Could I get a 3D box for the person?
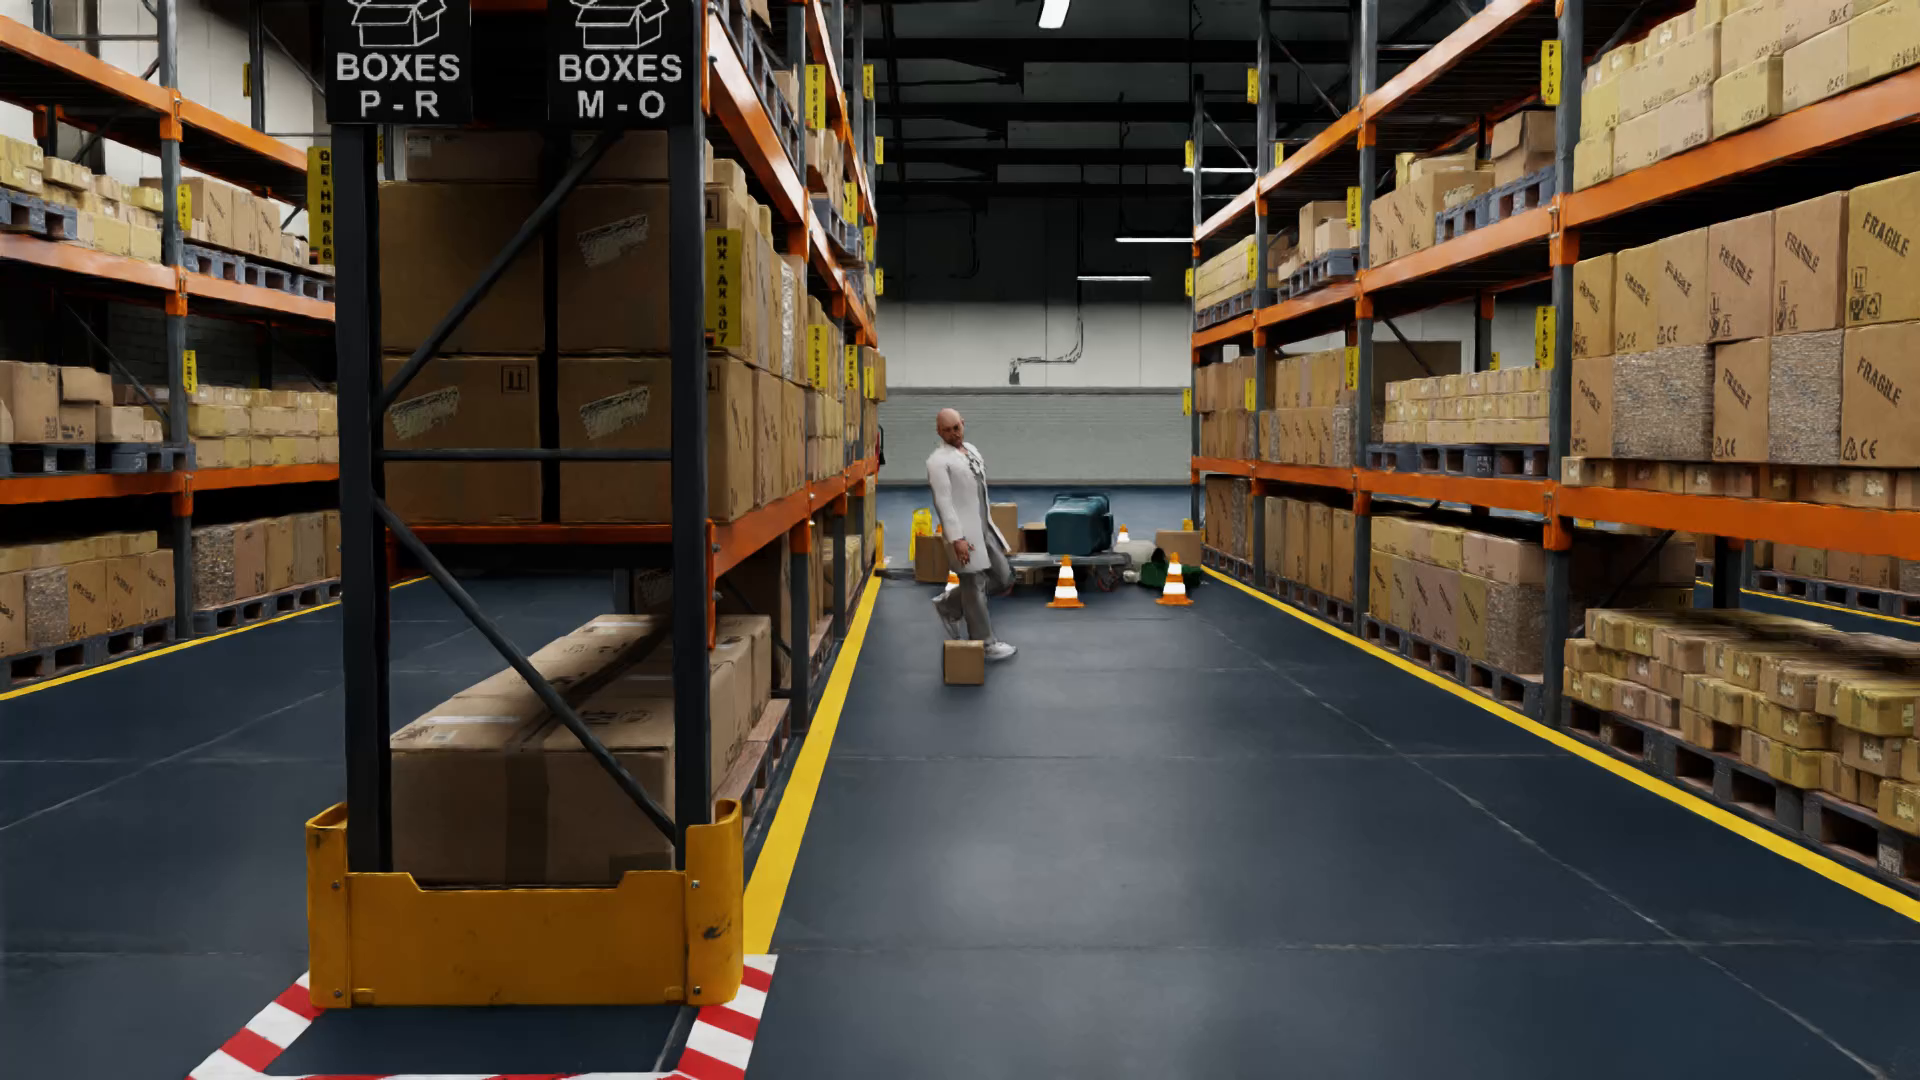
[{"bbox_3d":[0.048,-0.041,11.489,0.662,1.739,0.696,2,4,25],"label":"person"}]
